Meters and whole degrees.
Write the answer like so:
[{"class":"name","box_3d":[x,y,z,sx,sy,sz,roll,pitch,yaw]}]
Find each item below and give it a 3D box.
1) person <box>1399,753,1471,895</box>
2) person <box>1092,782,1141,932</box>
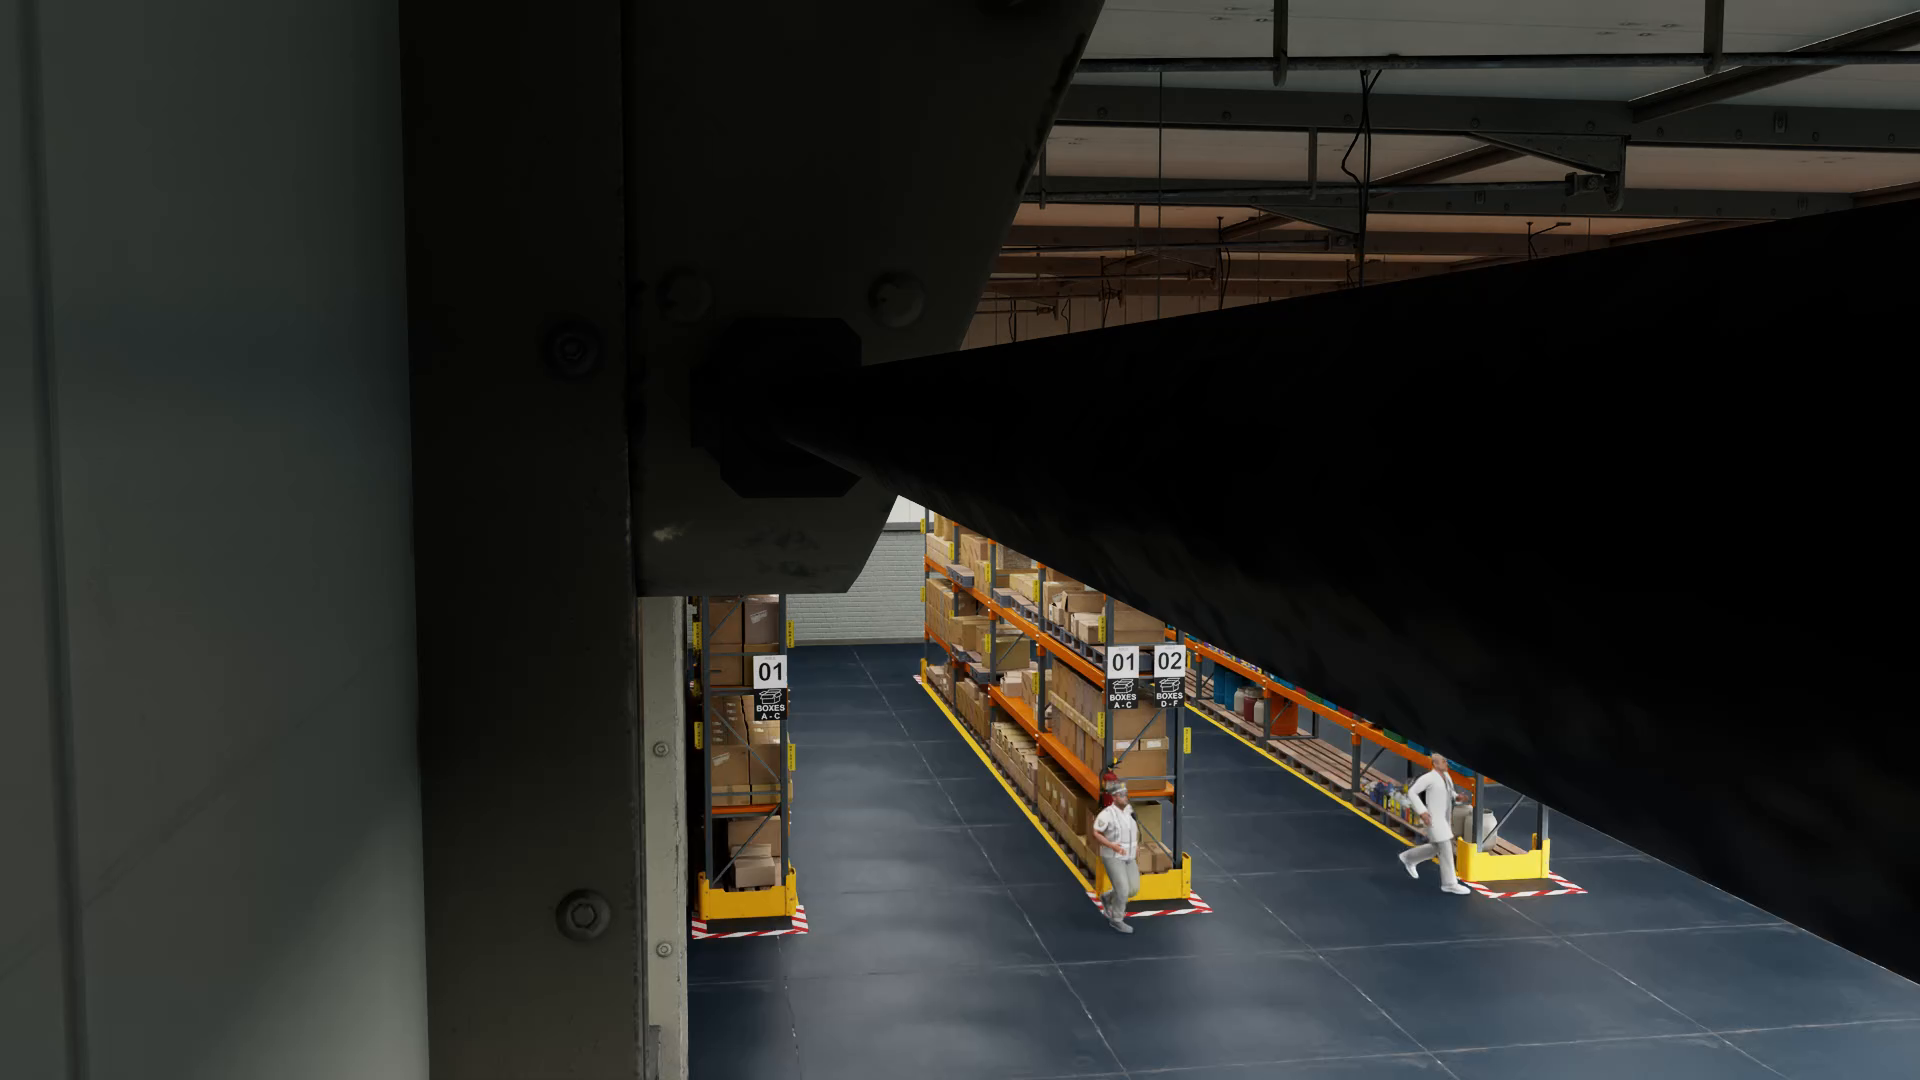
[{"class":"person","box_3d":[6.037,3.564,21.165,1.004,1.758,0.707,4,7,41]},{"class":"person","box_3d":[1.884,3.738,19.707,0.705,1.764,0.595,-4,7,-40]}]
